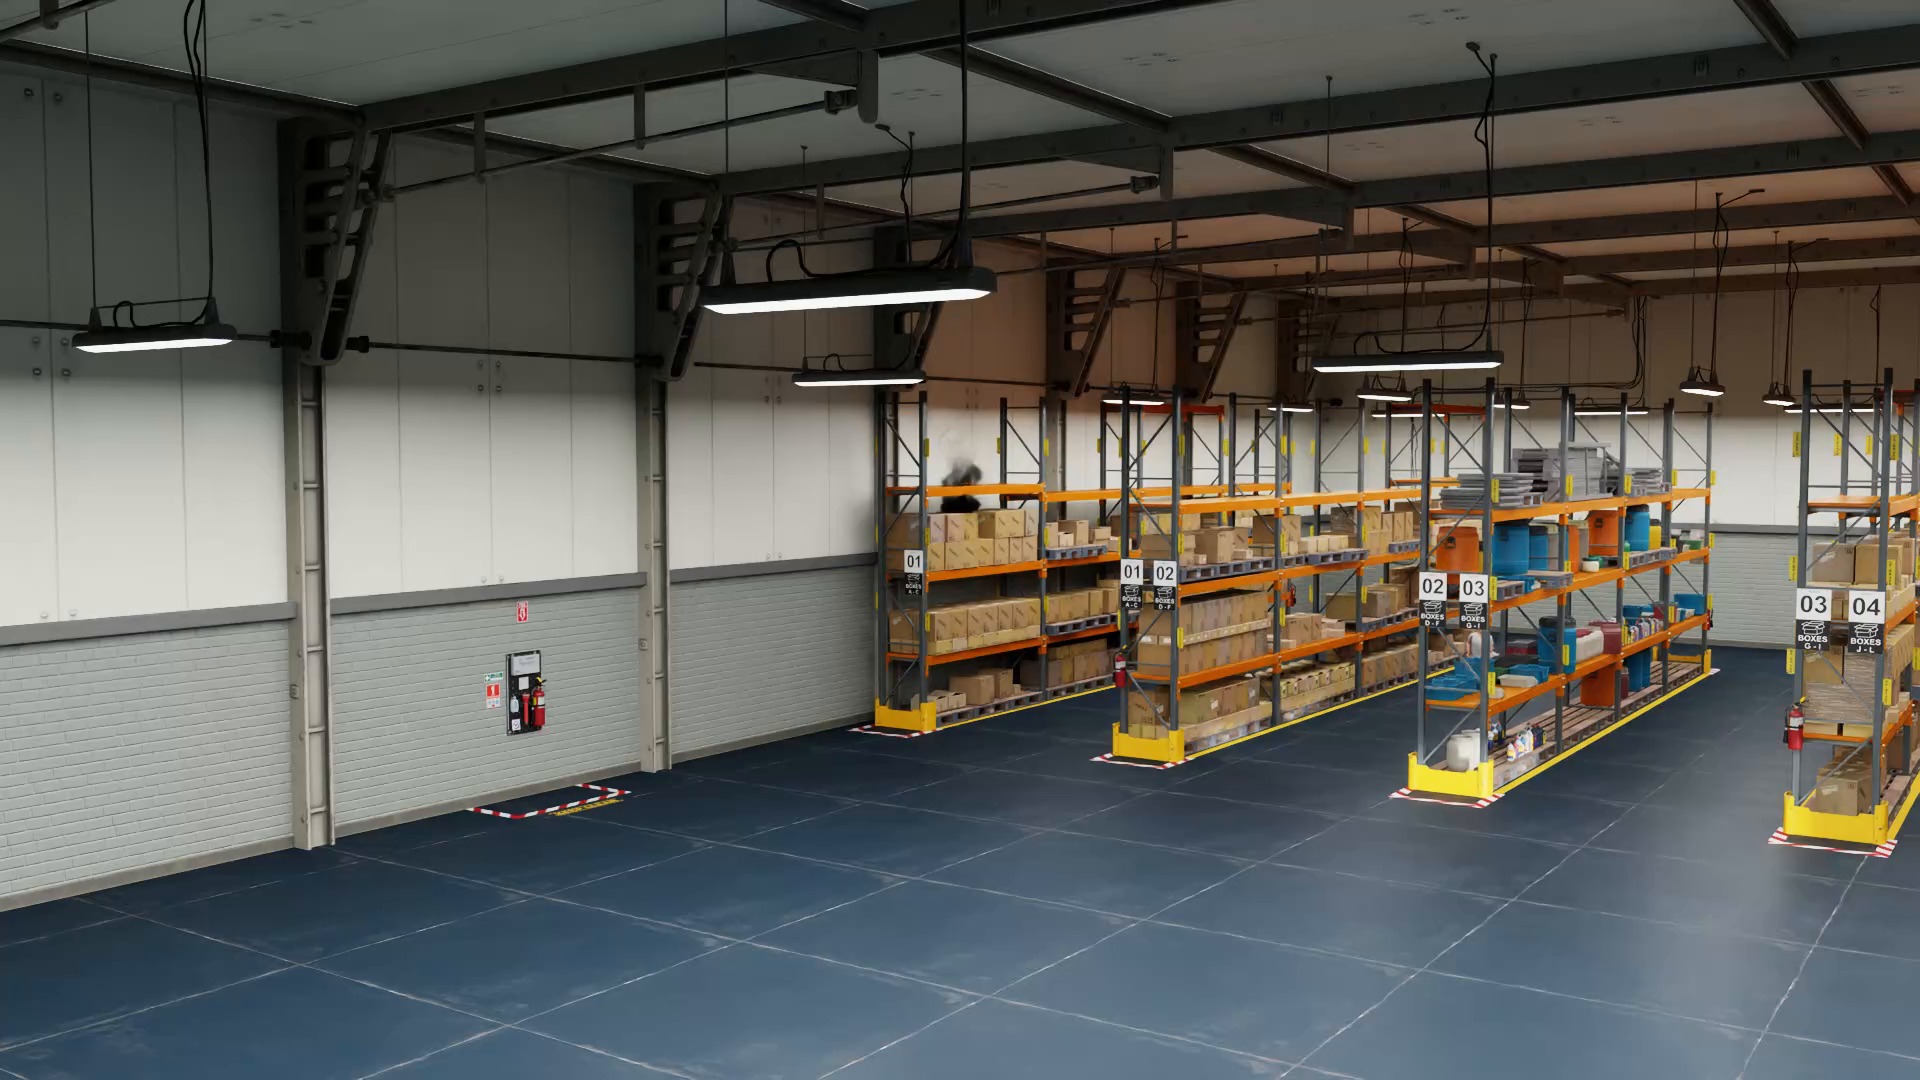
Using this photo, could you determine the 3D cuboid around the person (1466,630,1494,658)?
[{"bbox_3d":[10.066,2.380,32.230,0.533,1.700,0.712,1,3,22],"label":"person"}]
